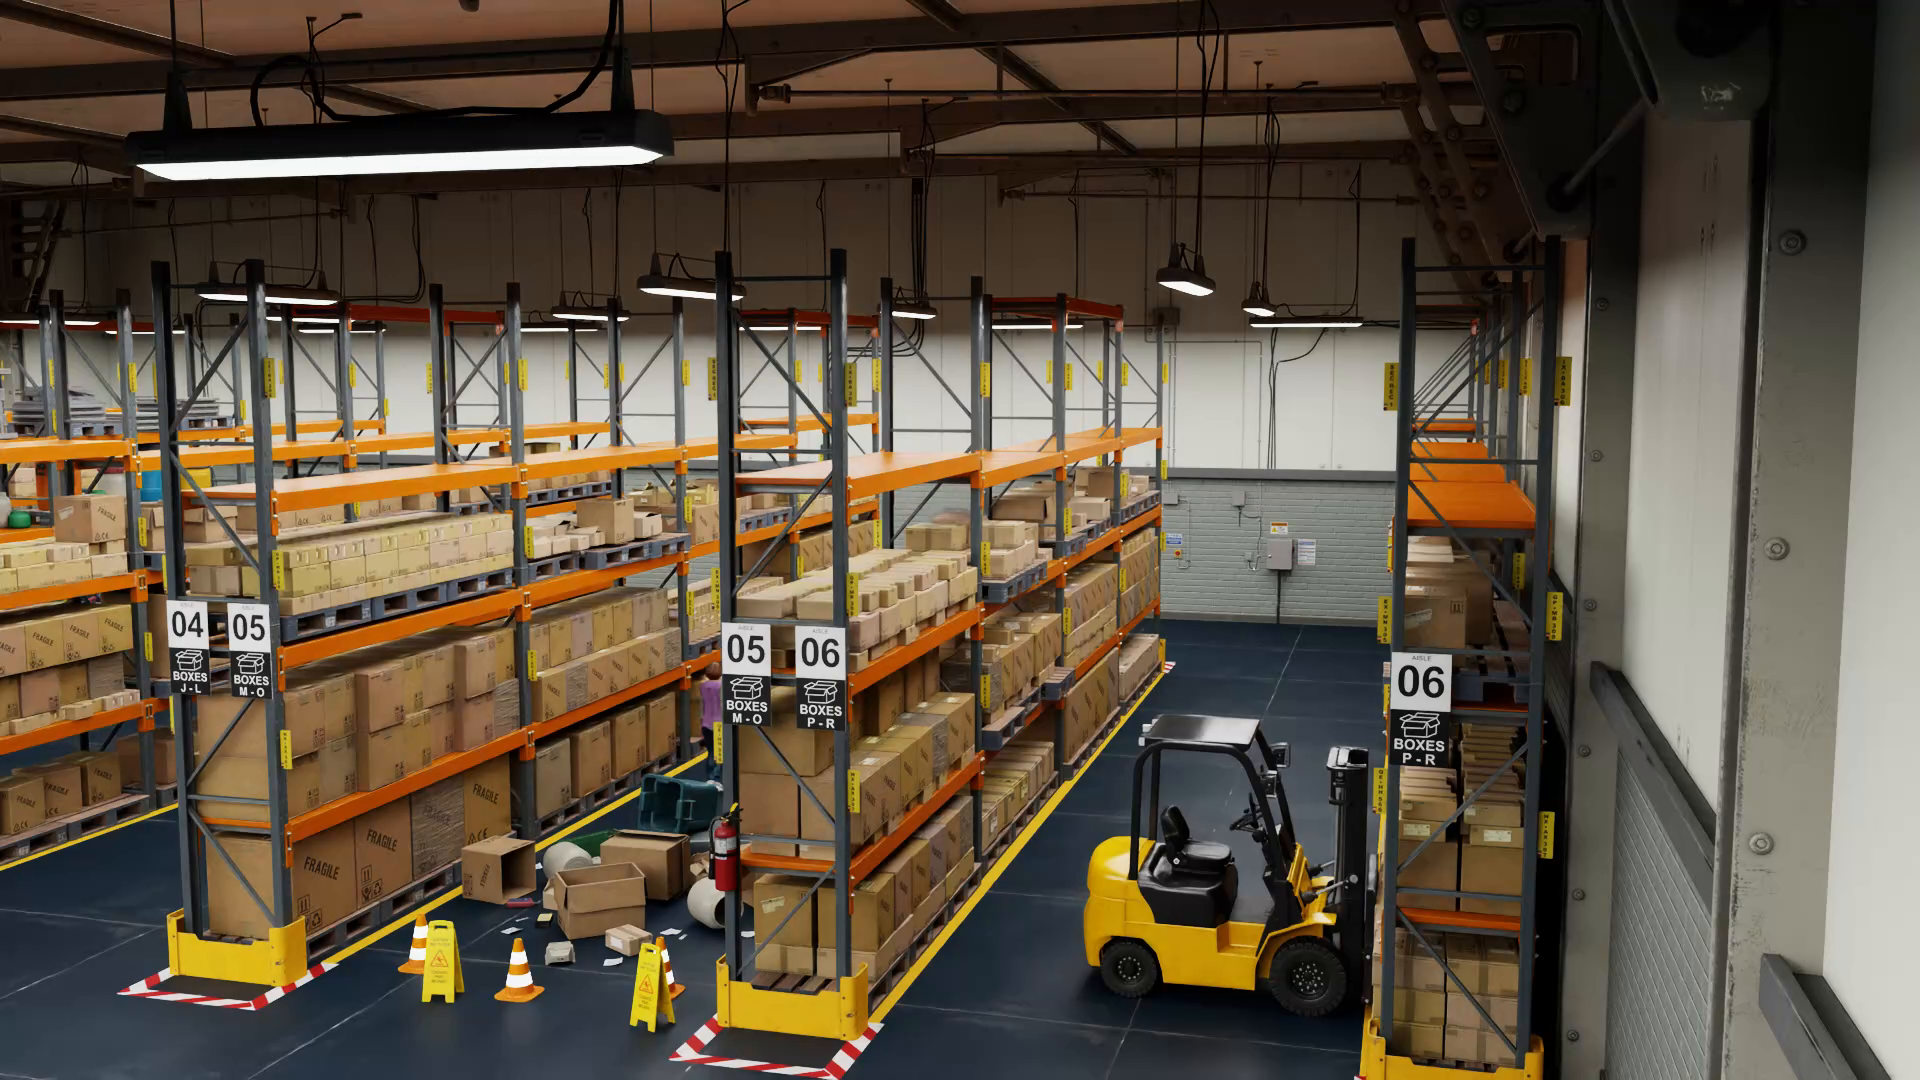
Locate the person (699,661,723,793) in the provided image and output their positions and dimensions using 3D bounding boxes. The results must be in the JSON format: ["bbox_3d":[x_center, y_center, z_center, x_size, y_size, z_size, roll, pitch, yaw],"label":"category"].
[{"bbox_3d":[-2.972,2.284,19.959,0.461,1.560,0.445,4,7,34],"label":"person"}]
